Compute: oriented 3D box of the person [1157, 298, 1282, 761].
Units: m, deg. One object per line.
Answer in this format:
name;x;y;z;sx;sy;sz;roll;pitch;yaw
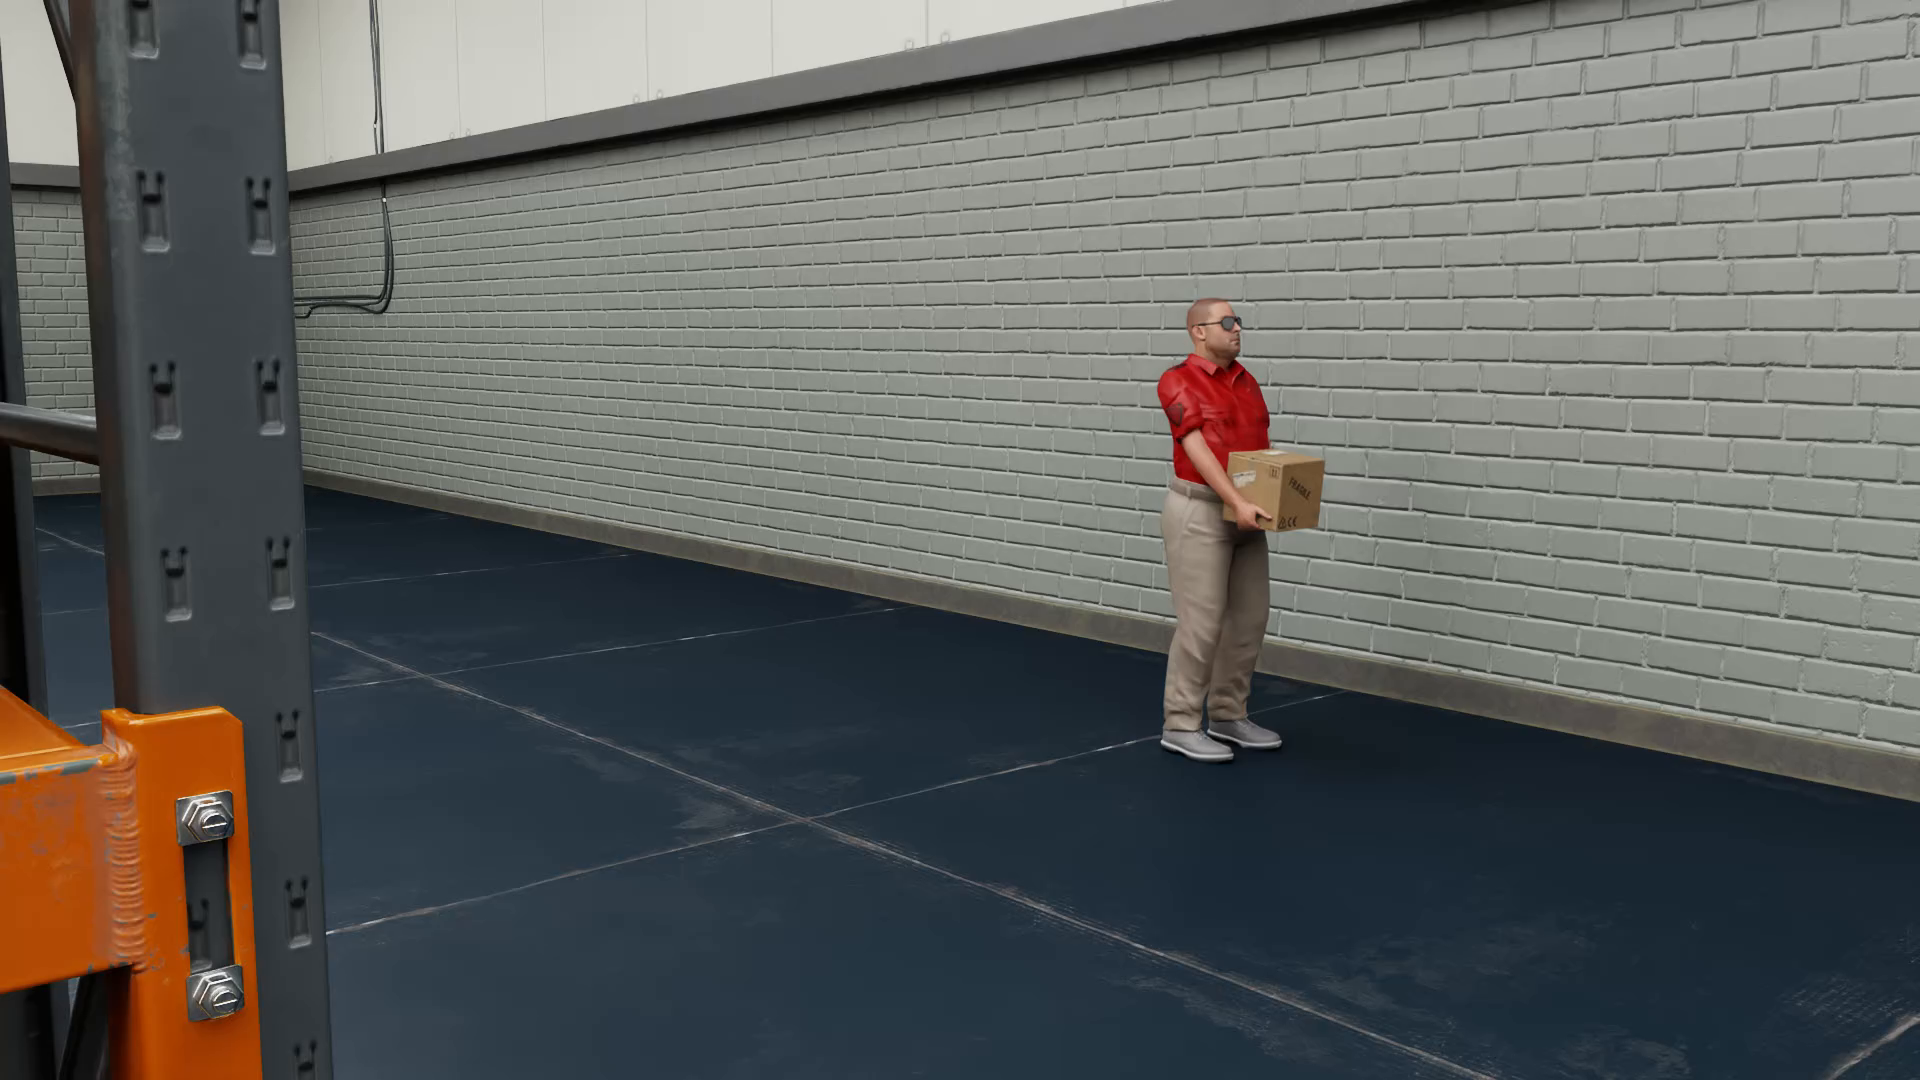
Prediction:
person;1.045;-0.045;6.231;0.494;1.713;0.536;-6;10;-41
